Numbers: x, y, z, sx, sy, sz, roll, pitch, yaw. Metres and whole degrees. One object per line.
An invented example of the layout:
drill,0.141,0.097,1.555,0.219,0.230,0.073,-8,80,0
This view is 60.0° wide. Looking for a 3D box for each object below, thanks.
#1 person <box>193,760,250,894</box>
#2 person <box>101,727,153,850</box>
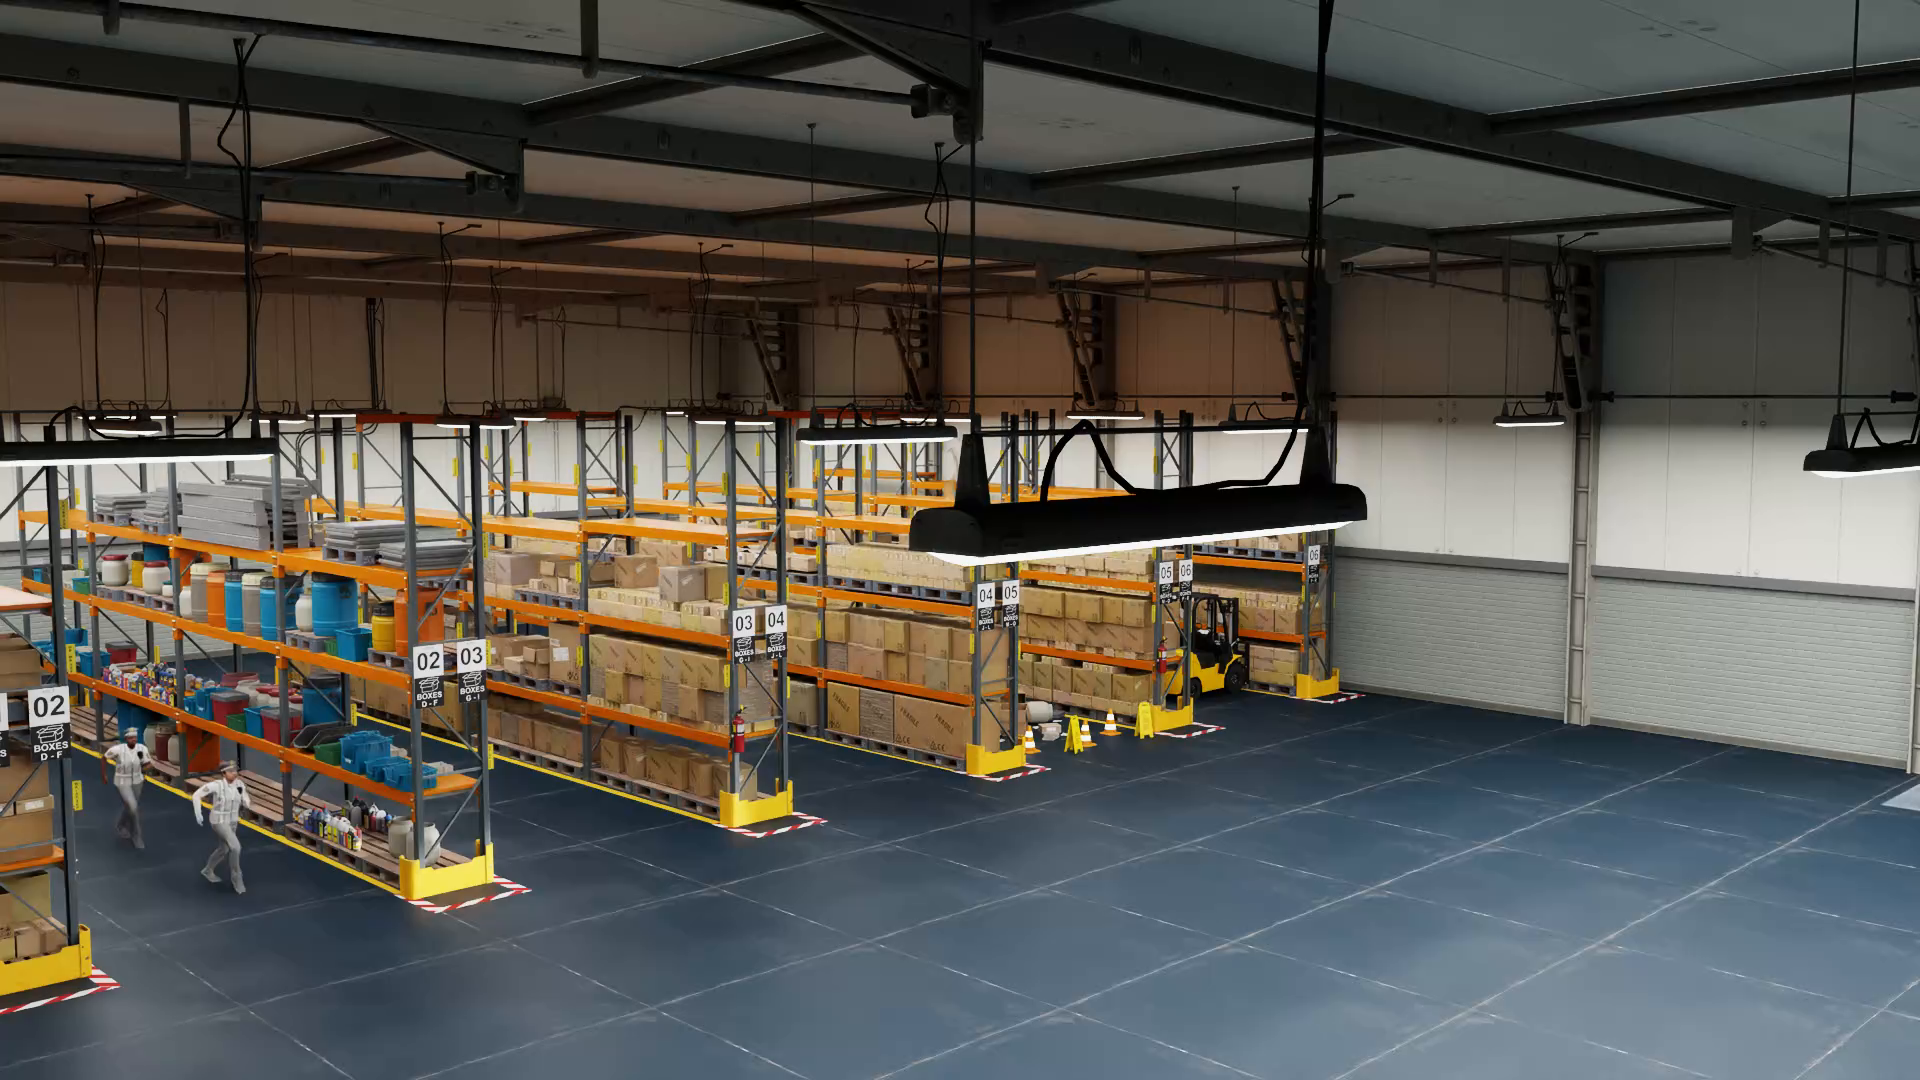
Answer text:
person,-9.438,3.649,21.300,0.827,1.726,0.636,3,6,28
person,-11.725,3.467,23.437,0.833,1.736,0.599,5,7,42
